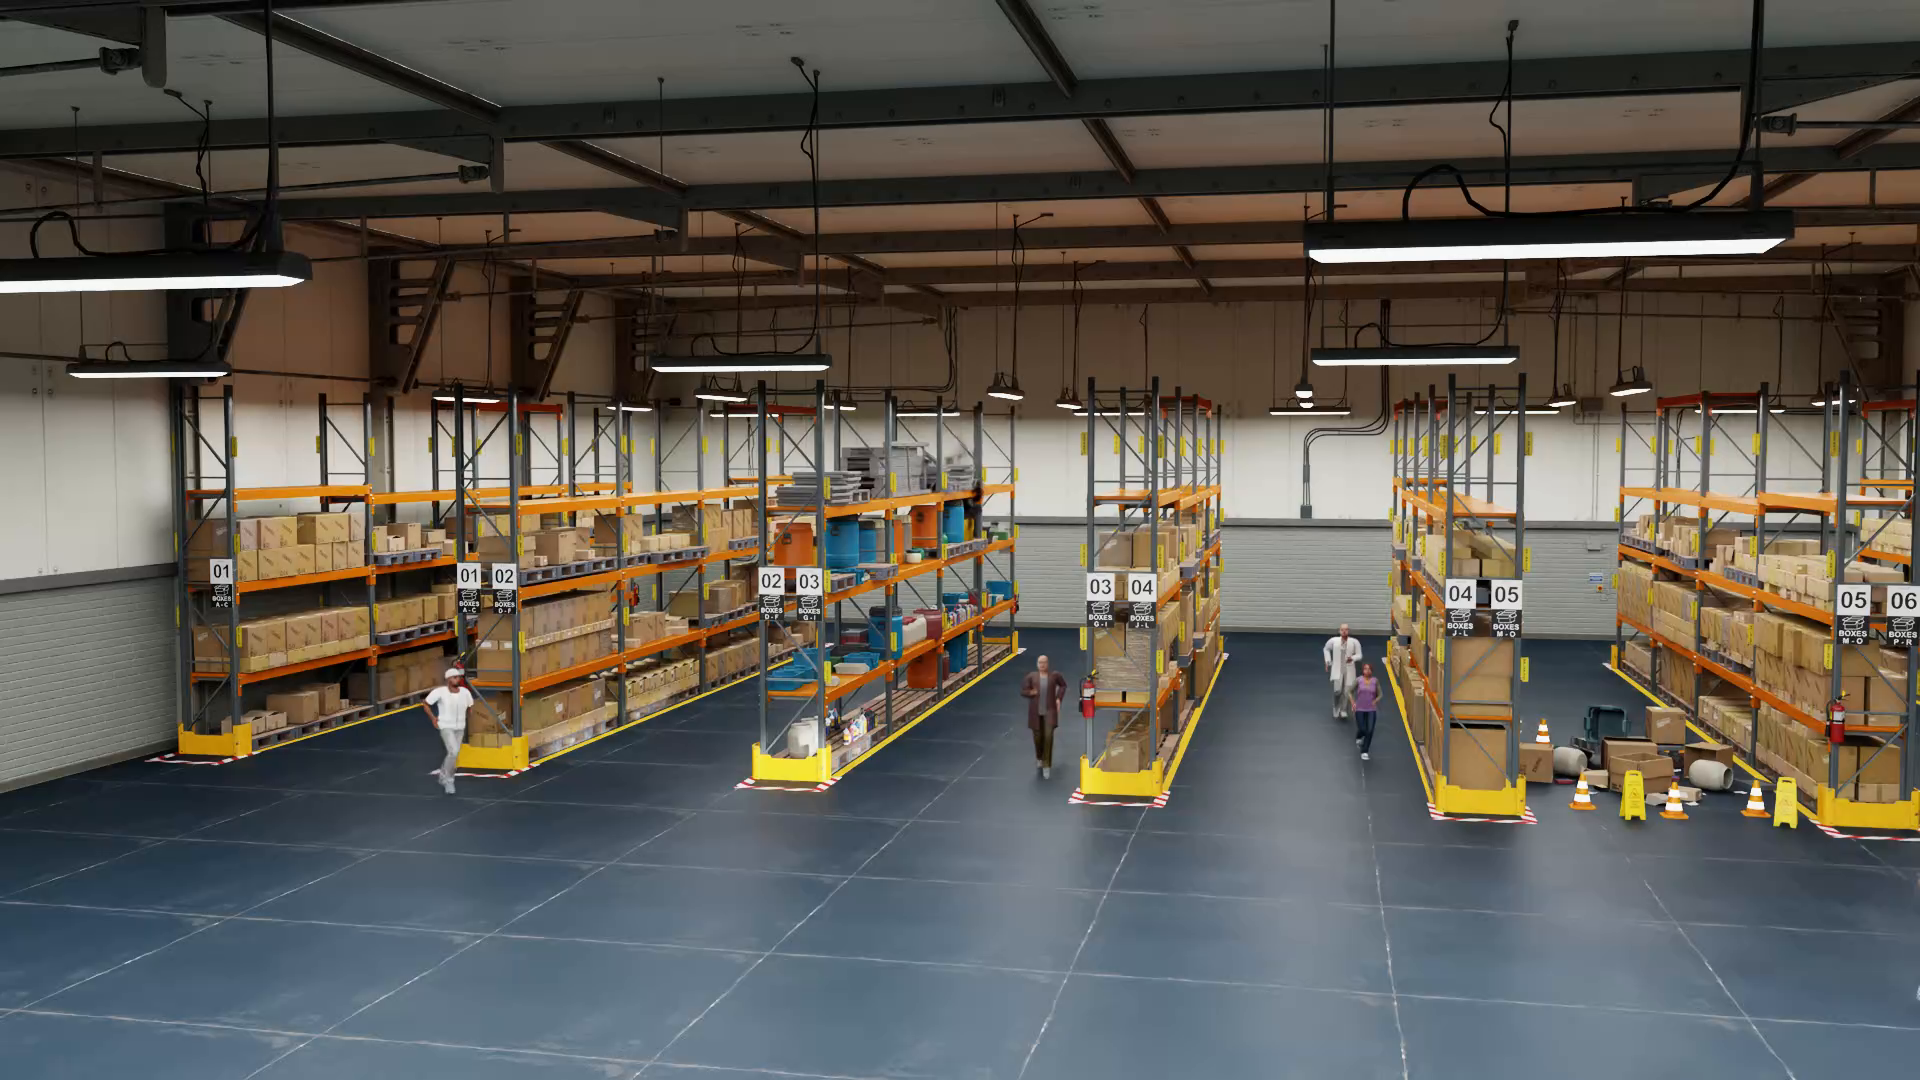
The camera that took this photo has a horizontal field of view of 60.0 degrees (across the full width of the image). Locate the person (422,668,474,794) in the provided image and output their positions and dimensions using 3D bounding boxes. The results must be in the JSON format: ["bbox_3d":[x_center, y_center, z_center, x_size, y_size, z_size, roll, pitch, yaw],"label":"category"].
[{"bbox_3d":[-7.394,2.777,24.273,0.695,1.810,0.678,3,4,40],"label":"person"}]

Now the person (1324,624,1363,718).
[{"bbox_3d":[7.016,2.411,30.451,0.693,1.741,0.695,1,3,11],"label":"person"}]

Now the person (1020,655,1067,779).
[{"bbox_3d":[1.268,2.674,25.435,0.694,1.828,0.876,0,3,7],"label":"person"}]

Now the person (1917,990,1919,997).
[{"bbox_3d":[8.816,3.378,14.582,0.572,1.726,0.726,-3,4,-40],"label":"person"}]

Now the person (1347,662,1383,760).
[{"bbox_3d":[6.493,2.733,26.680,0.522,1.552,0.556,0,3,4],"label":"person"}]
